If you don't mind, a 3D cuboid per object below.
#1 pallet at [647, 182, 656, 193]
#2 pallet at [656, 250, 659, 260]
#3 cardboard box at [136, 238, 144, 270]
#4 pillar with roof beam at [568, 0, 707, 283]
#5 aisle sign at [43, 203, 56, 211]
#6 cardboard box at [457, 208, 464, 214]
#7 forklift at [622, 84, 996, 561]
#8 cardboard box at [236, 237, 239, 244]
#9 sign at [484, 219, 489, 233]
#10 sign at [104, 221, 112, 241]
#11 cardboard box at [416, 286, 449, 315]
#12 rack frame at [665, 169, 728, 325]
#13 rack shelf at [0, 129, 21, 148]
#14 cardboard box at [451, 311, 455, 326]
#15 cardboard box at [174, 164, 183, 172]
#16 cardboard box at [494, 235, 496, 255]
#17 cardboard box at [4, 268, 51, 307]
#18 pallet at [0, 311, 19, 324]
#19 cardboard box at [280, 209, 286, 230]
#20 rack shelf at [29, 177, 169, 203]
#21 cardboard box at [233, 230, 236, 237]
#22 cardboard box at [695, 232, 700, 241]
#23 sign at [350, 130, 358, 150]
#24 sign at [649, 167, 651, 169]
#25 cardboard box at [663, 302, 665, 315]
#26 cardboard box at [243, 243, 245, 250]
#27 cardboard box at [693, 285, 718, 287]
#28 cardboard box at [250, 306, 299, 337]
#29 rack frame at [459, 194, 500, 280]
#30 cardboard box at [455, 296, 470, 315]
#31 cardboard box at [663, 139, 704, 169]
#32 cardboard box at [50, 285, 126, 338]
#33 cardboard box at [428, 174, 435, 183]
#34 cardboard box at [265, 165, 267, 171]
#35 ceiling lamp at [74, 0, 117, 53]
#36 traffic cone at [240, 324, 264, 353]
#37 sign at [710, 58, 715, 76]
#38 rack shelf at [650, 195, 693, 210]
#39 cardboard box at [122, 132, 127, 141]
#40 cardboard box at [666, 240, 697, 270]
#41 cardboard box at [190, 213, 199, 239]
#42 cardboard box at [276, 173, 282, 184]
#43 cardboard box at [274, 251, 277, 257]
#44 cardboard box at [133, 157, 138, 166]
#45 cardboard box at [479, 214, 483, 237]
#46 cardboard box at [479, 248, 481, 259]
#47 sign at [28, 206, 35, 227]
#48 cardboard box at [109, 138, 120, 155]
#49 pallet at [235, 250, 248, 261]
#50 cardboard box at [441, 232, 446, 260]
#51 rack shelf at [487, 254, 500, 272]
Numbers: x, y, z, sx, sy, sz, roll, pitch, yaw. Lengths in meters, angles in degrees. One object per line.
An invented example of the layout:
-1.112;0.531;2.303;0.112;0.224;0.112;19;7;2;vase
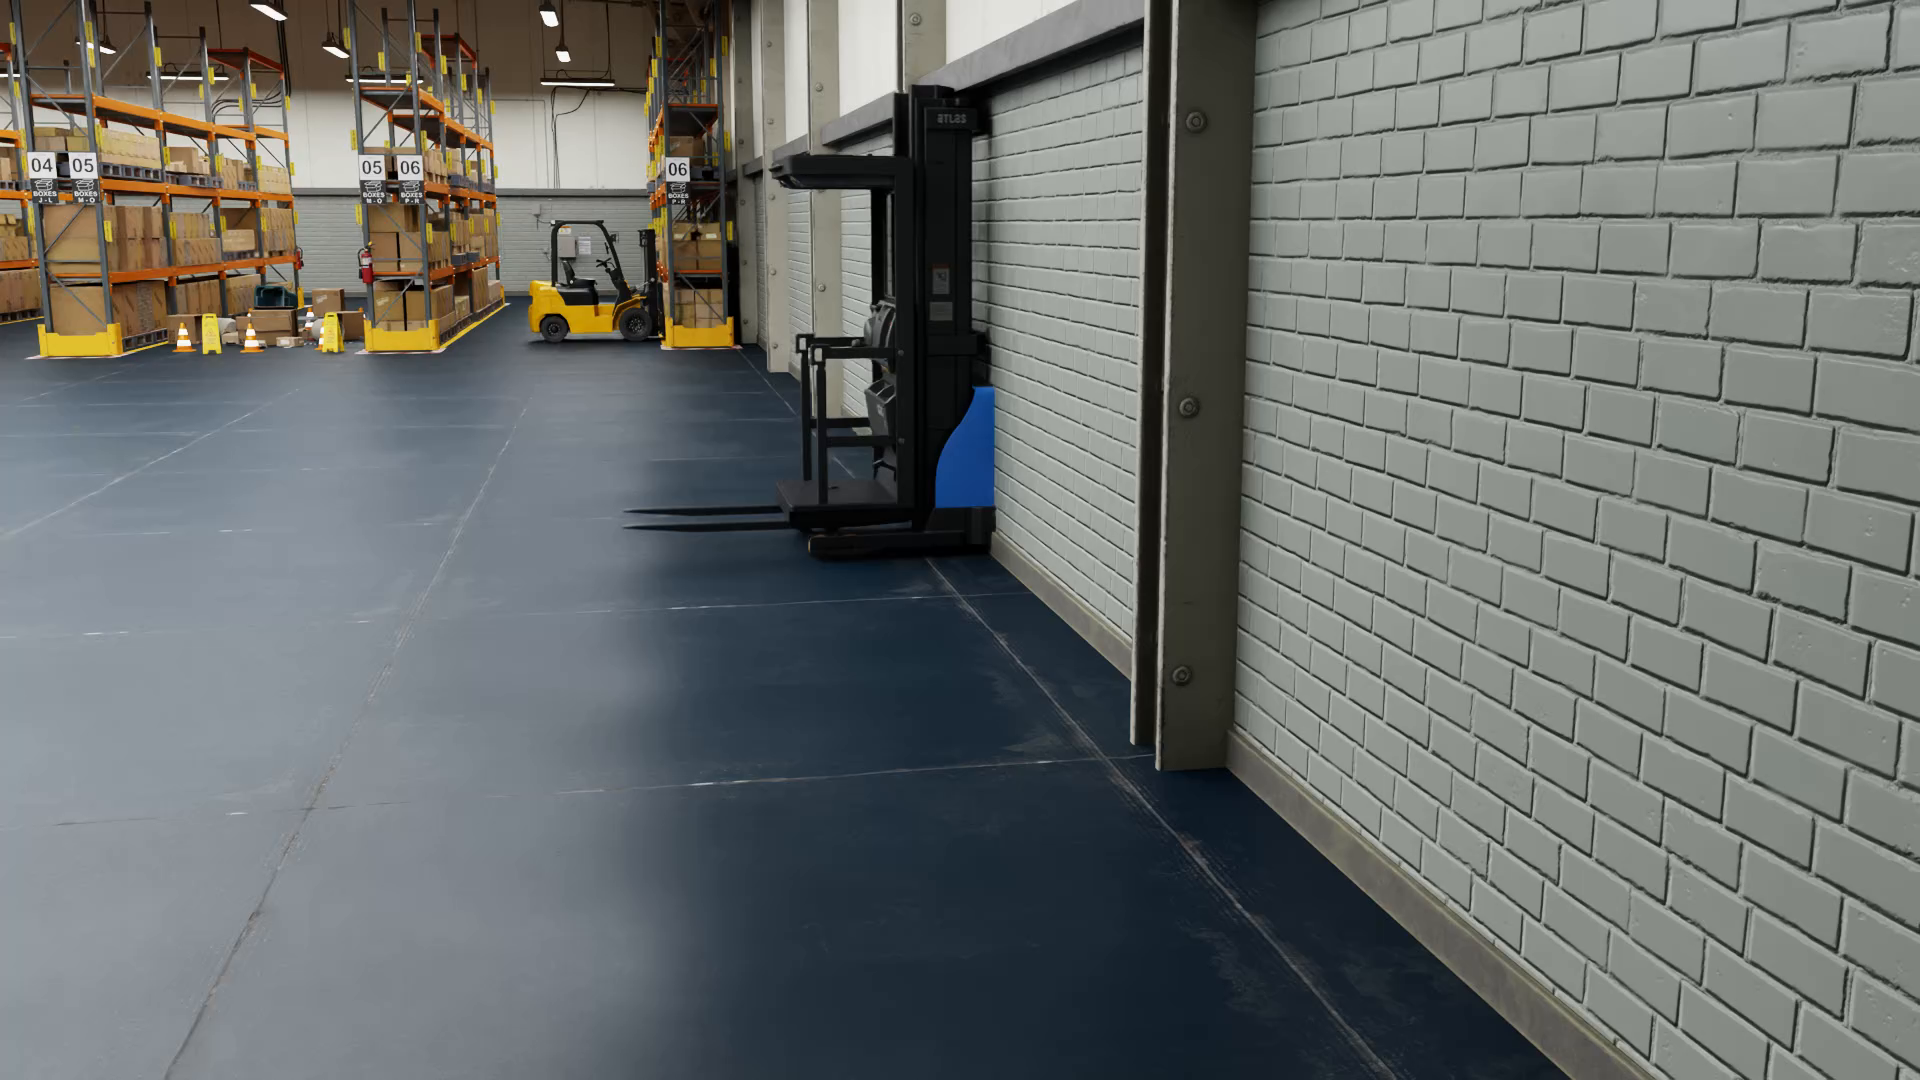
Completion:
-6.599;-8.127;38.351;1.213;0.211;1.003;-2;11;-11;pallet
-6.285;-6.352;37.058;1.213;0.211;1.003;-2;11;-11;pallet
-14.606;-4.920;28.624;0.875;0.550;0.500;-2;11;-11;cardboard box
-11.503;-11.109;45.496;9.100;9.000;0.548;-2;11;-11;pillar with roof beam
-22.537;-8.529;41.033;0.394;0.787;0.004;-2;11;-11;aisle sign
-12.047;-7.833;39.650;0.380;0.149;0.250;-2;11;-10;cardboard box
-0.696;-1.415;10.794;3.031;2.935;1.130;-2;11;-11;forklift
-15.993;-6.555;36.366;0.380;0.149;0.250;-2;11;-9;cardboard box
-11.200;-7.428;39.315;0.100;0.325;0.005;-2;11;-11;sign
-13.687;-4.960;26.708;0.100;0.325;0.005;-2;11;-11;sign
-9.595;-4.348;30.242;0.500;0.500;0.500;-2;11;-8;cardboard box
-4.528;-4.857;28.692;1.000;3.000;0.127;-2;11;-11;rack frame
-21.062;-8.547;35.026;1.077;0.370;4.000;-2;11;-11;rack shelf
-9.796;-4.166;31.294;0.500;0.250;0.500;-2;11;-8;cardboard box
-15.028;-7.083;31.645;0.380;0.149;0.250;-2;11;-11;cardboard box
-12.072;-7.488;42.247;0.500;0.500;0.500;-2;11;-12;cardboard box
-21.501;-5.803;38.220;0.875;0.875;0.875;-2;11;-11;cardboard box
-20.986;-4.783;35.763;1.003;0.211;1.213;-2;11;-11;pallet
-16.802;-7.835;40.602;0.500;0.500;0.500;-2;11;-8;cardboard box
-14.621;-5.964;28.410;1.077;0.370;4.000;-2;11;-11;rack shelf
-15.945;-6.652;36.082;0.380;0.149;0.250;-2;11;-9;cardboard box
-4.450;-5.339;29.224;0.380;0.149;0.250;-2;11;-11;cardboard box
-9.945;-6.568;27.290;0.100;0.325;0.005;-2;11;-11;sign
-7.393;-8.764;39.815;0.100;0.325;0.005;-2;11;-11;sign
-5.137;-4.222;30.251;0.500;0.250;0.500;-2;11;-12;cardboard box
-16.089;-6.505;36.900;0.380;0.149;0.250;-3;11;-13;cardboard box
-4.716;-4.576;30.775;0.500;0.250;0.500;-2;11;-12;cardboard box
-12.411;-3.917;30.069;0.797;0.637;0.503;-2;11;-11;cardboard box
-12.508;-7.610;43.157;1.000;3.000;0.127;-2;11;-11;rack frame
-10.852;-4.954;35.109;0.950;0.372;0.625;-3;11;-15;cardboard box
-4.954;-6.899;29.739;0.700;0.500;0.500;-2;11;-11;cardboard box
-14.429;-3.762;27.497;0.875;0.875;0.875;-2;11;-11;cardboard box
-9.397;-6.335;29.109;0.380;0.149;0.250;-2;11;-10;cardboard box
-16.586;-8.773;39.240;0.380;0.149;0.250;-2;11;-13;cardboard box
-18.585;-12.278;36.025;0.800;3.185;2.000;-2;11;-11;ceiling lamp
-11.768;-3.359;27.605;0.336;0.463;0.334;-2;11;-11;traffic cone
-4.757;-9.090;31.965;0.100;0.325;0.005;-2;11;-11;sign
-7.251;-8.545;41.969;1.077;0.370;4.000;-2;11;-11;rack shelf
-14.231;-6.780;27.924;0.380;0.149;0.250;-2;11;-12;cardboard box
-4.881;-4.987;29.106;0.500;0.500;0.500;-2;11;-12;cardboard box
-15.509;-6.215;32.887;0.700;0.500;0.500;-2;11;-12;cardboard box
-16.807;-8.794;40.419;0.500;0.250;0.500;-2;11;-10;cardboard box
-16.604;-6.858;39.878;0.380;0.149;0.250;-2;11;-8;cardboard box
-14.328;-6.481;28.485;0.380;0.149;0.250;-2;11;-11;cardboard box
-11.289;-7.249;38.320;0.500;0.500;0.500;-2;11;-10;cardboard box
-11.218;-6.543;37.952;0.500;0.250;0.500;-2;11;-13;cardboard box
-14.767;-5.145;26.476;0.100;0.325;0.005;-2;11;-11;sign
-14.174;-6.469;27.357;0.500;0.250;0.500;-2;11;-12;cardboard box
-16.213;-6.212;36.323;1.003;0.211;1.213;-2;11;-11;pallet
-9.632;-5.343;30.182;0.500;0.500;0.500;-2;11;-9;cardboard box
-12.119;-6.890;41.297;1.077;0.370;4.000;-2;11;-11;rack shelf
